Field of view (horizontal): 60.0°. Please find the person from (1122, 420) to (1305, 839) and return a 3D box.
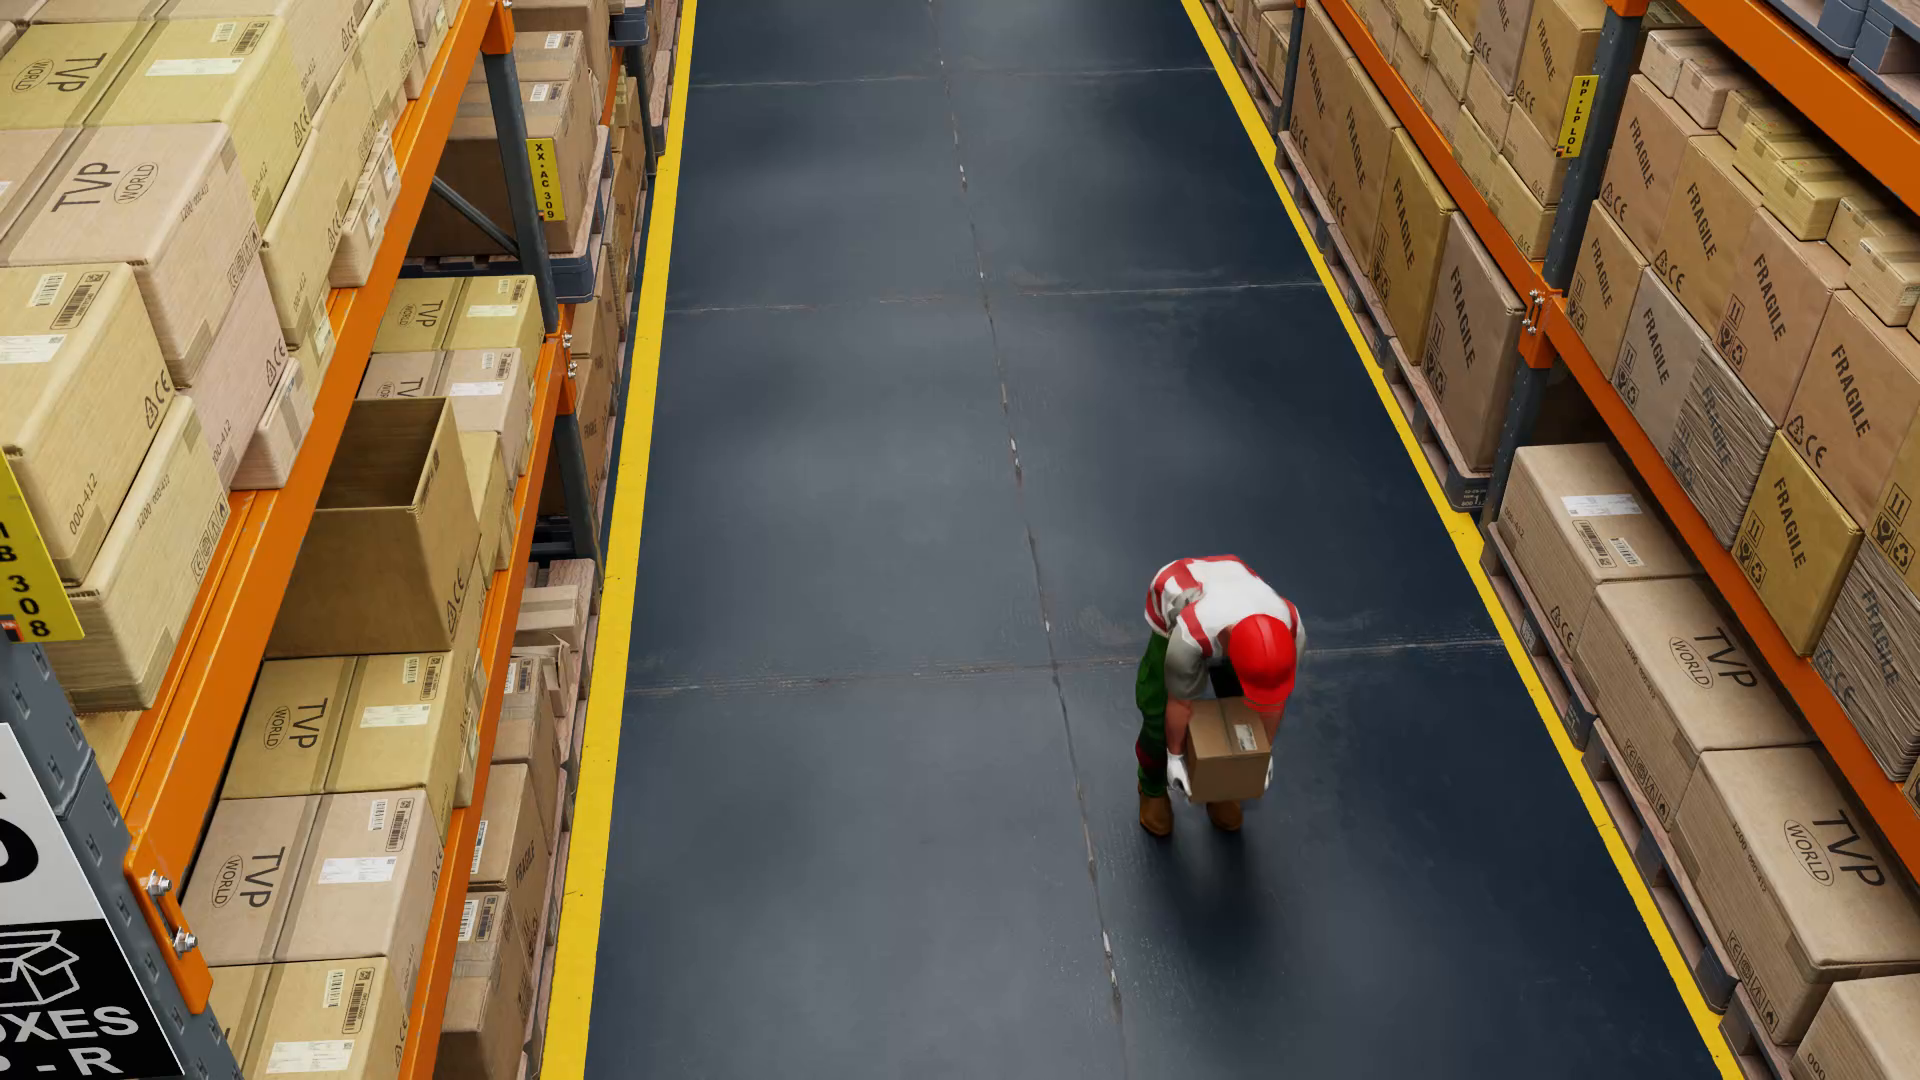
[{"bbox_3d":[0.872,0.307,5.761,0.597,1.777,0.454,-5,39,-6],"label":"person"}]
